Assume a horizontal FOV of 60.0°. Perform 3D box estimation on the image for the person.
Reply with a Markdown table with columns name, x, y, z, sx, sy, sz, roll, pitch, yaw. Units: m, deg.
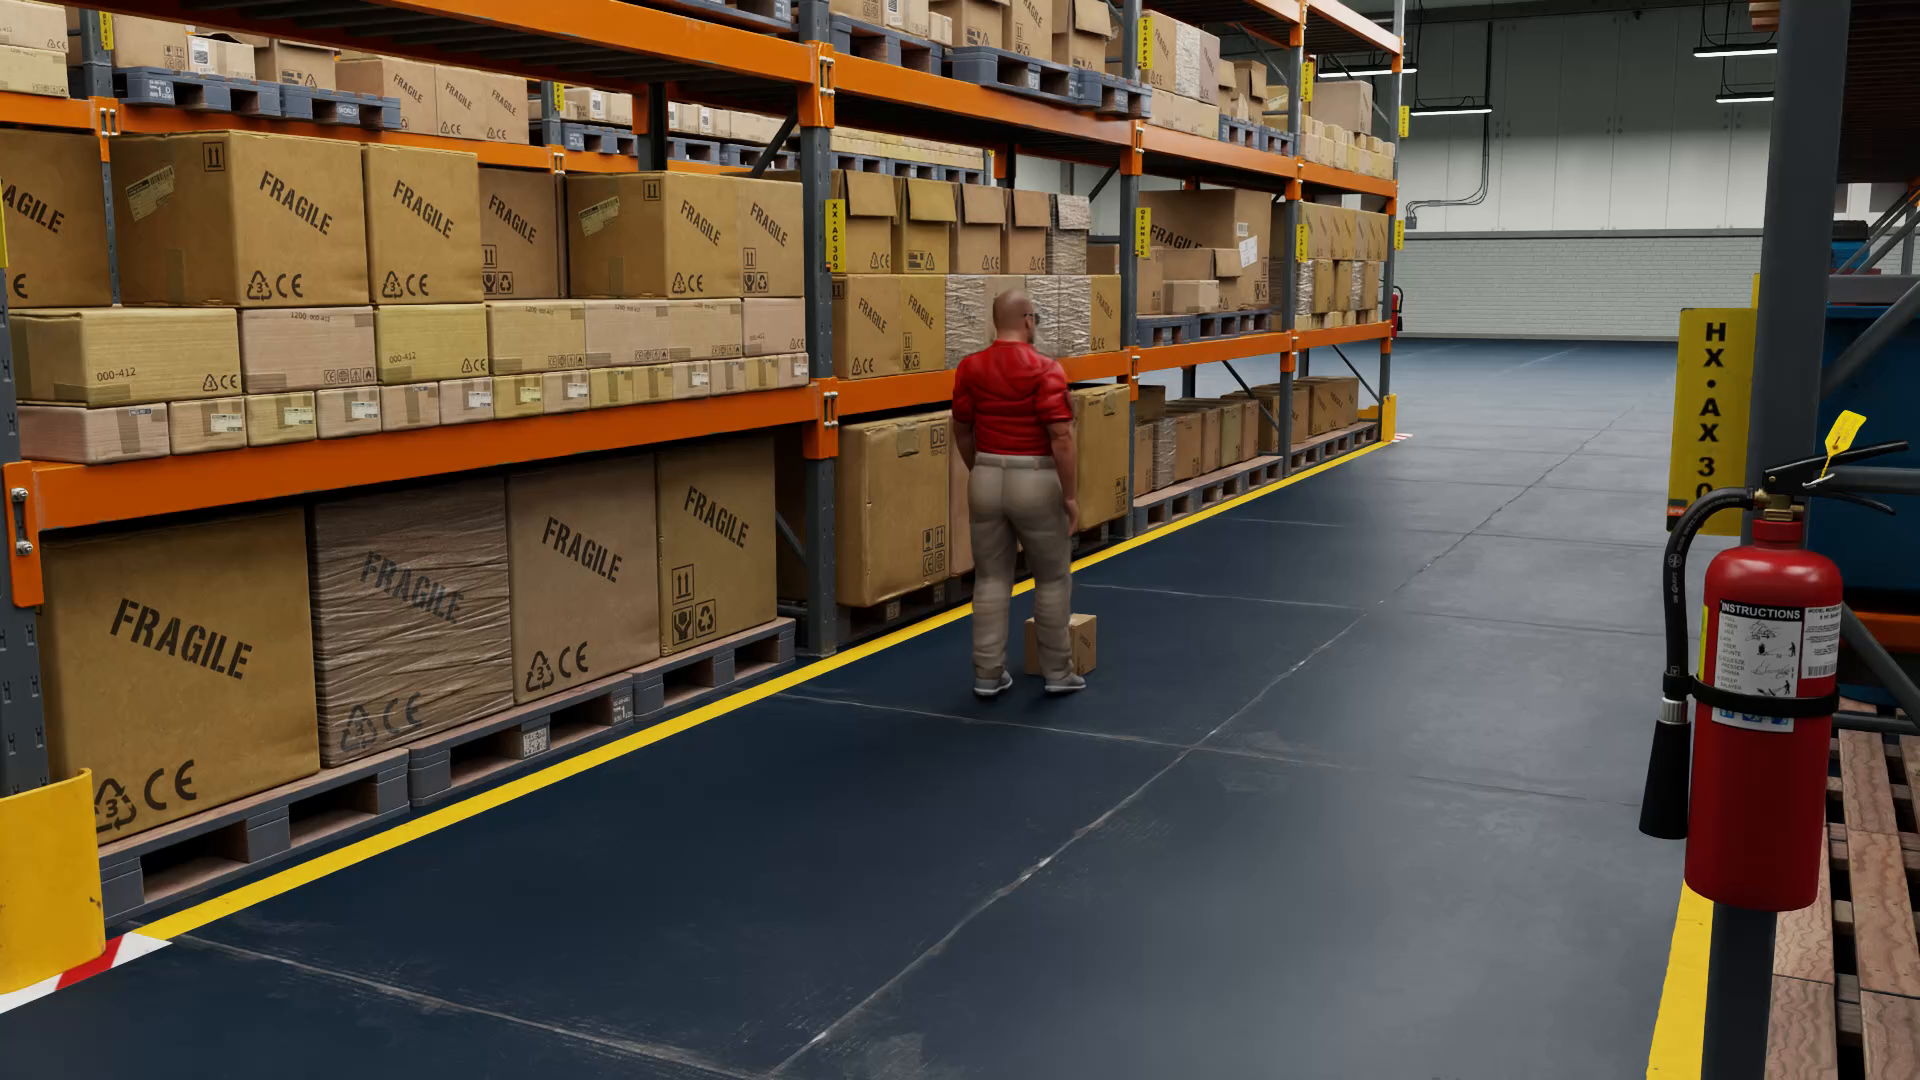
| name | x | y | z | sx | sy | sz | roll | pitch | yaw |
| --- | --- | --- | --- | --- | --- | --- | --- | --- | --- |
| person | 0.284 | -0.188 | 7.128 | 0.590 | 1.751 | 0.514 | 4 | 10 | 26 |
